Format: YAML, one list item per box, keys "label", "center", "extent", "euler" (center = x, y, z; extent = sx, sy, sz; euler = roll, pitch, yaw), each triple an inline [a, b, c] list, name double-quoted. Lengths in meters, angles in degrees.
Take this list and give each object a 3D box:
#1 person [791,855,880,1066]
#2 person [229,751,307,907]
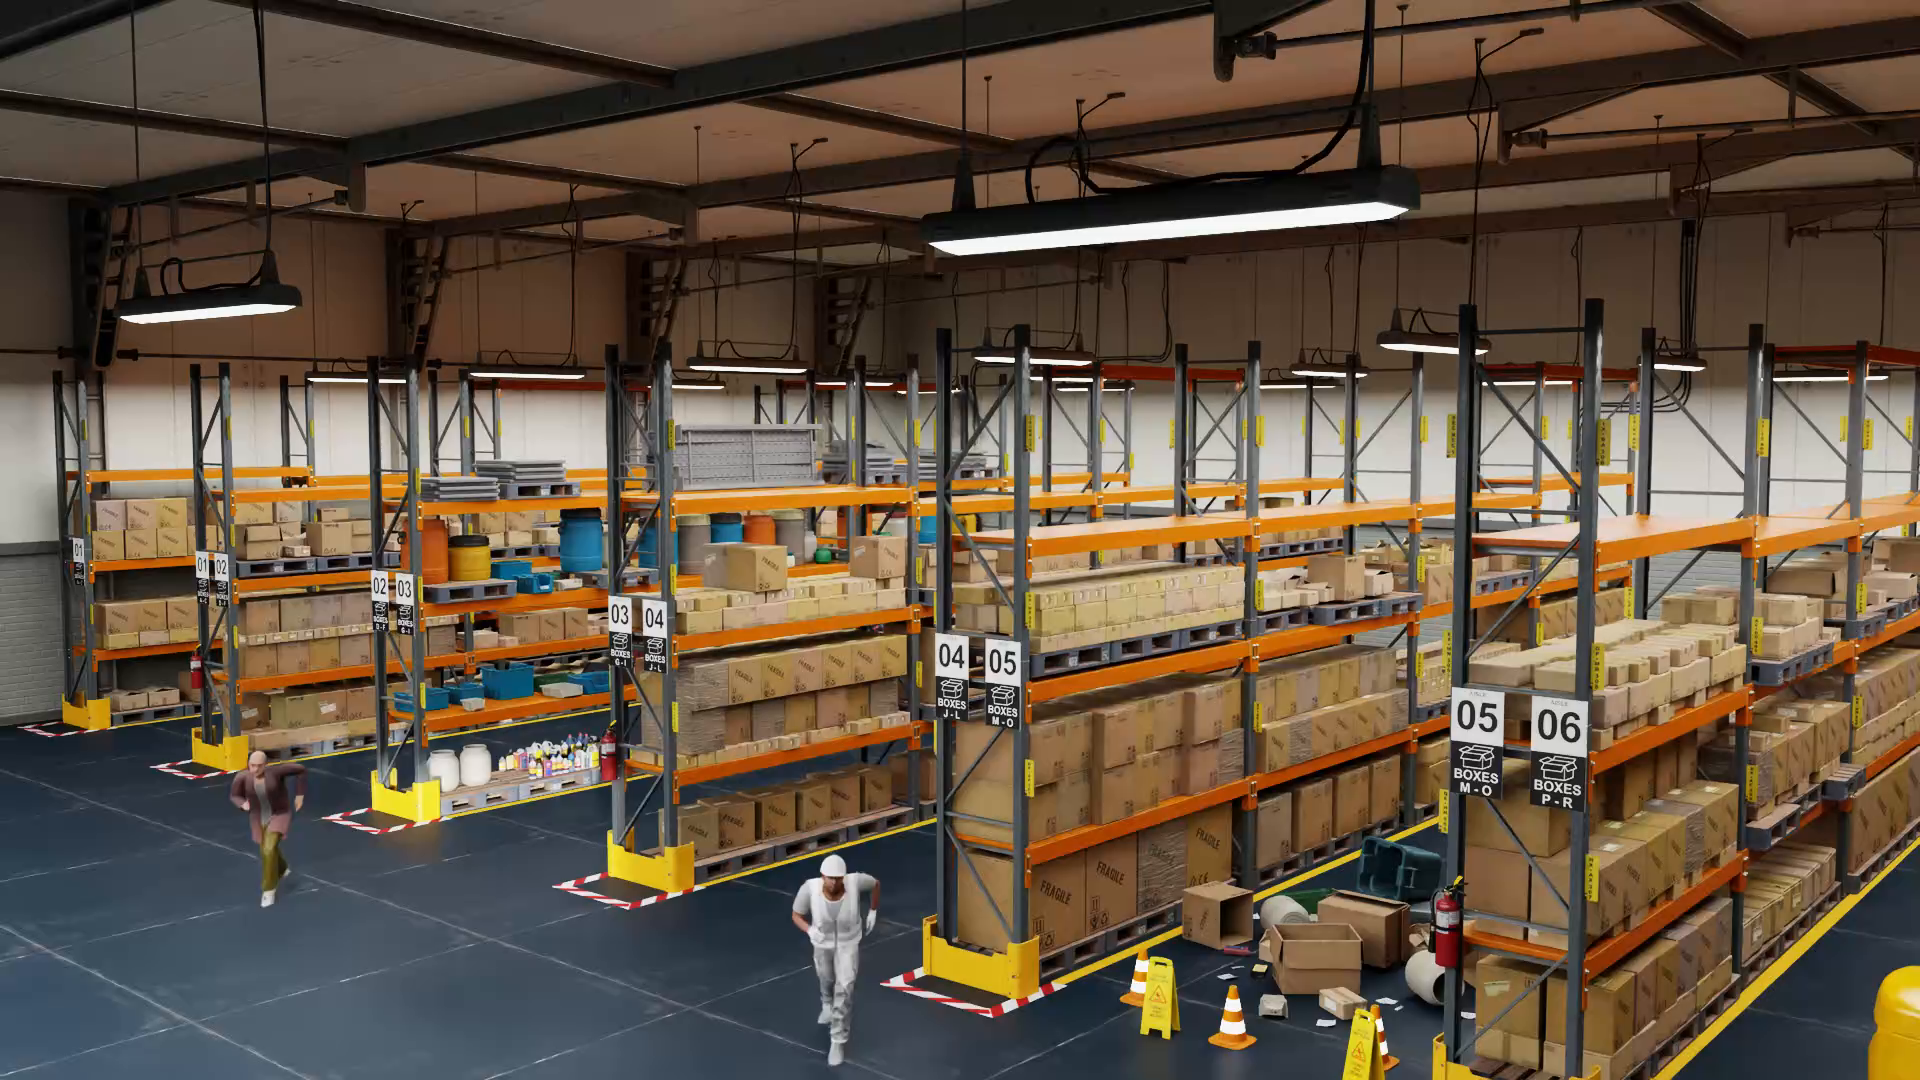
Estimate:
- label: "person"
  center: [-1.023, 3.357, 13.703]
  extent: [0.728, 1.732, 1.042]
  euler: [0, 4, -5]
- label: "person"
  center: [-7.421, 3.049, 17.940]
  extent: [0.752, 1.697, 1.072]
  euler: [0, 4, -6]
